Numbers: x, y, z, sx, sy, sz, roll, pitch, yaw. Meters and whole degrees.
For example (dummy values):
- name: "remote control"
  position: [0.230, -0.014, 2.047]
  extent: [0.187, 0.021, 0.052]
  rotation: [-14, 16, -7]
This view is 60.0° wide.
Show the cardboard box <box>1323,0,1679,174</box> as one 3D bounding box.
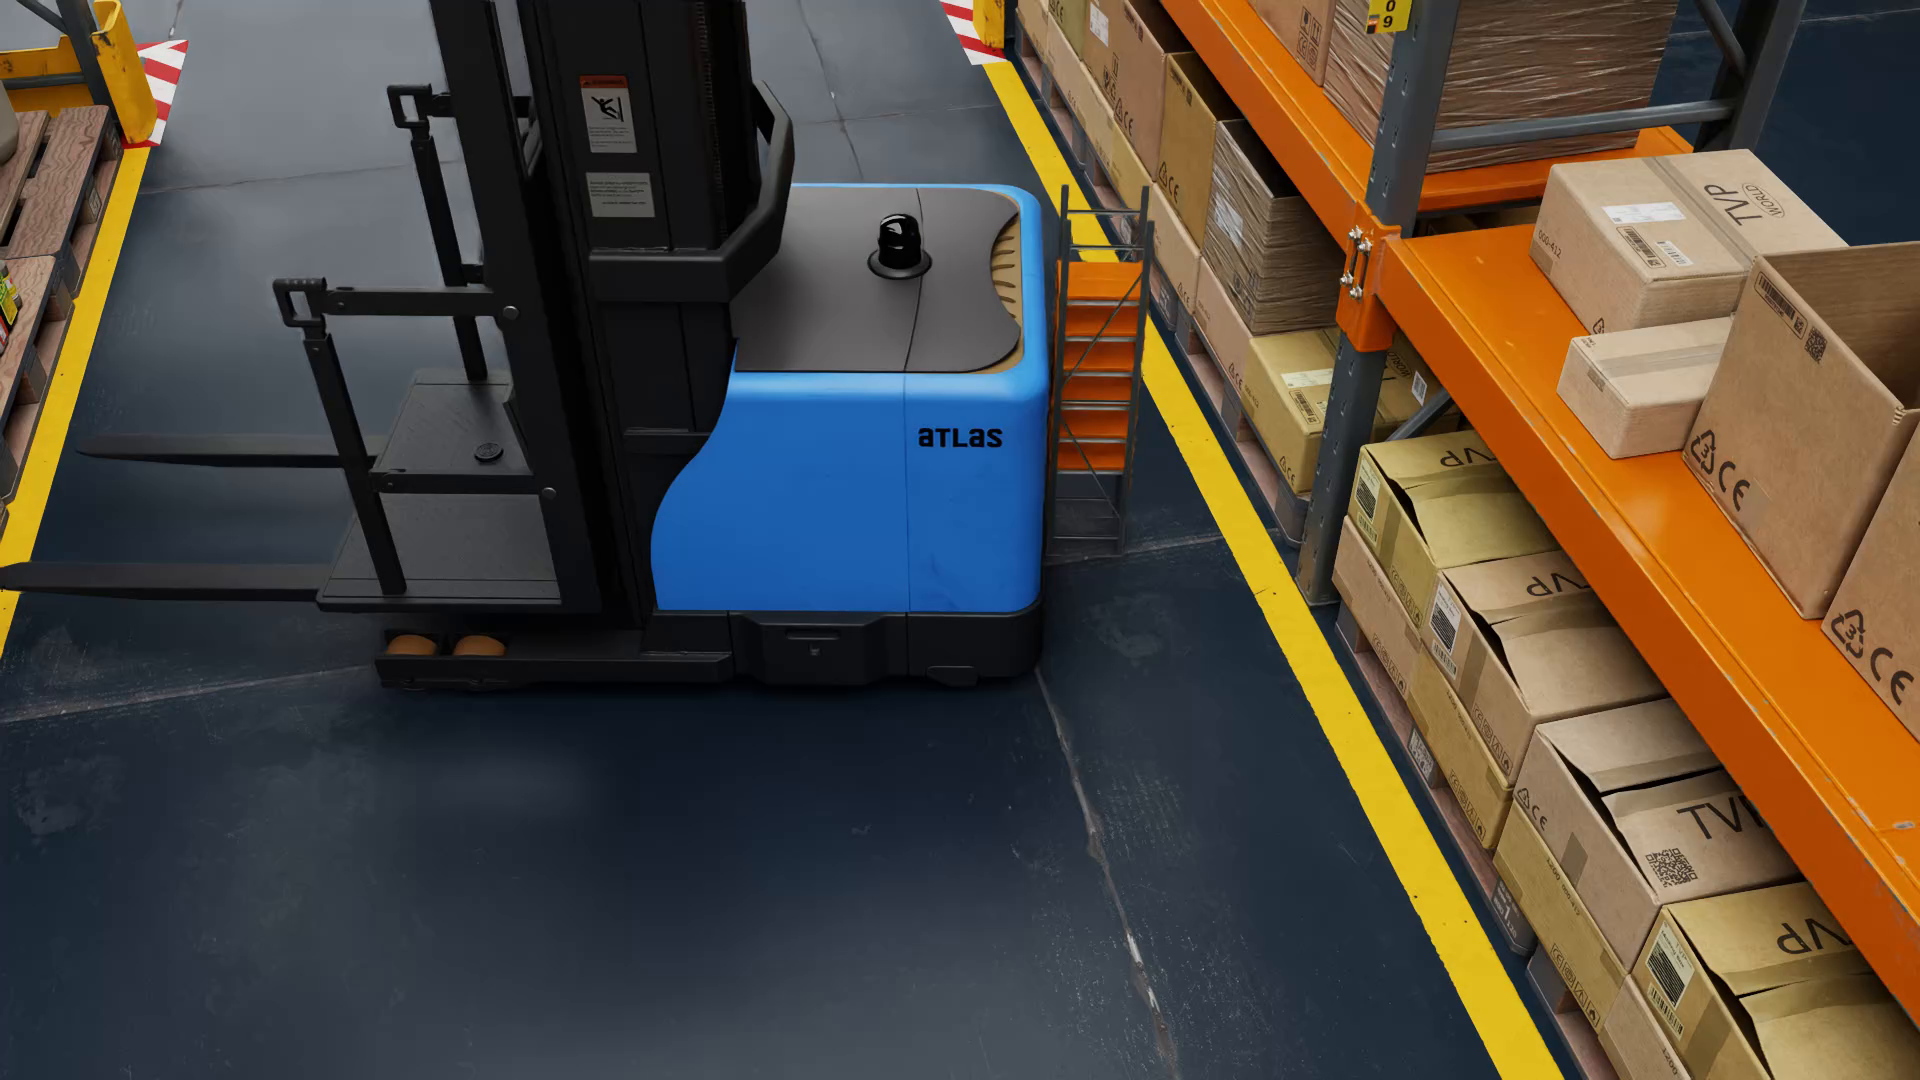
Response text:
- name: "cardboard box"
  position: [1.425, -1.349, 4.435]
  extent: [0.700, 0.500, 0.500]
  rotation: [-9, 42, -10]

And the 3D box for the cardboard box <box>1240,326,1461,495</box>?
- name: "cardboard box"
  position: [1.214, -0.423, 5.222]
  extent: [0.500, 0.250, 0.500]
  rotation: [-8, 42, -9]

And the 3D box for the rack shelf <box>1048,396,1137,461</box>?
- name: "rack shelf"
  position: [0.391, -0.334, 4.968]
  extent: [0.258, 0.103, 0.180]
  rotation: [1, 42, 0]

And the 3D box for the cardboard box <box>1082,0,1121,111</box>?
- name: "cardboard box"
  position: [0.792, -2.001, 6.435]
  extent: [0.500, 0.500, 0.500]
  rotation: [-8, 42, -9]

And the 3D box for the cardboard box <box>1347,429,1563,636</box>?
- name: "cardboard box"
  position: [1.373, -0.060, 4.390]
  extent: [0.500, 0.311, 0.500]
  rotation: [-8, 42, -9]

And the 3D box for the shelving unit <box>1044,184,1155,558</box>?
- name: "shelving unit"
  position: [0.392, -0.457, 4.859]
  extent: [0.258, 1.200, 0.189]
  rotation: [1, 42, 0]

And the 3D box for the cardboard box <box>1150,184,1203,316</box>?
- name: "cardboard box"
  position: [0.993, -1.070, 5.951]
  extent: [0.500, 0.250, 0.500]
  rotation: [-8, 42, -9]

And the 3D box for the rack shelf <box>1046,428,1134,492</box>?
- name: "rack shelf"
  position: [0.390, -0.244, 5.048]
  extent: [0.258, 0.103, 0.180]
  rotation: [1, 42, 0]

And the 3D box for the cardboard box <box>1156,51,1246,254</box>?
- name: "cardboard box"
  position: [1.005, -1.353, 5.704]
  extent: [0.500, 0.500, 0.500]
  rotation: [-8, 42, -9]

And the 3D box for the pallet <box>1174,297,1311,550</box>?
- name: "pallet"
  position: [1.396, -0.504, 5.658]
  extent: [1.003, 0.211, 1.213]
  rotation: [-8, 42, -9]

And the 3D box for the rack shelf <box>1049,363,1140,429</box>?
- name: "rack shelf"
  position: [0.391, -0.424, 4.889]
  extent: [0.258, 0.103, 0.180]
  rotation: [1, 42, 0]

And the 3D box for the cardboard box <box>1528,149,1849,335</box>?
- name: "cardboard box"
  position: [1.676, -0.656, 3.842]
  extent: [0.500, 0.250, 0.500]
  rotation: [-6, 42, -7]

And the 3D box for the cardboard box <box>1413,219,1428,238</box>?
- name: "cardboard box"
  position: [1.617, -1.103, 5.423]
  extent: [0.500, 0.500, 0.500]
  rotation: [-8, 42, -9]

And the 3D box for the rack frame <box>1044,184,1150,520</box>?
- name: "rack frame"
  position: [0.393, -0.518, 4.928]
  extent: [0.240, 1.200, 0.006]
  rotation: [1, 42, 0]

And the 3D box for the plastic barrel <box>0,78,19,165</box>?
- name: "plastic barrel"
  position: [-3.957, -1.721, 6.487]
  extent: [0.421, 0.512, 0.421]
  rotation: [0, 42, 0]

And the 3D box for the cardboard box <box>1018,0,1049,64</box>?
- name: "cardboard box"
  position: [0.562, -2.367, 7.412]
  extent: [0.500, 0.250, 0.500]
  rotation: [-8, 42, -9]

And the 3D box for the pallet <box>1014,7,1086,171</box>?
- name: "pallet"
  position: [0.870, -2.085, 7.440]
  extent: [1.003, 0.211, 1.213]
  rotation: [-8, 42, -9]

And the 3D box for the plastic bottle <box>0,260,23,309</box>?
- name: "plastic bottle"
  position: [-3.349, -0.901, 5.782]
  extent: [0.097, 0.201, 0.097]
  rotation: [0, 42, 0]

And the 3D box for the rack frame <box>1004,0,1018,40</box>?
- name: "rack frame"
  position: [0.664, -3.618, 7.066]
  extent: [1.000, 3.000, 0.127]
  rotation: [-8, 42, -9]

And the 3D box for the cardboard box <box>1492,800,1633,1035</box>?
- name: "cardboard box"
  position: [1.596, 0.810, 3.833]
  extent: [0.500, 0.250, 0.500]
  rotation: [-10, 42, -11]

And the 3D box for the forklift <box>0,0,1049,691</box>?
- name: "forklift"
  position: [-1.275, -1.014, 4.185]
  extent: [3.031, 2.935, 1.130]
  rotation: [0, 42, 1]

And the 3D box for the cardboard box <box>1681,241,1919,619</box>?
- name: "cardboard box"
  position: [1.791, -0.221, 3.164]
  extent: [0.500, 0.500, 0.500]
  rotation: [-6, 42, -6]

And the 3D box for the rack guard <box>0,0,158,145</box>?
- name: "rack guard"
  position: [-4.111, -1.933, 7.051]
  extent: [1.175, 0.500, 0.348]
  rotation: [-8, 42, -9]

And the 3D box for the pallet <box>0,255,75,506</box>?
- name: "pallet"
  position: [-3.681, -0.508, 5.664]
  extent: [1.003, 0.211, 1.213]
  rotation: [-8, 42, -9]

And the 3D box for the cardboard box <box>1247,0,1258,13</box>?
- name: "cardboard box"
  position: [1.200, -2.016, 5.186]
  extent: [0.700, 0.500, 0.500]
  rotation: [-8, 42, -9]

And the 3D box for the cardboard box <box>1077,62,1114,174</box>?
- name: "cardboard box"
  position: [0.781, -1.719, 6.682]
  extent: [0.500, 0.250, 0.500]
  rotation: [-8, 42, -9]

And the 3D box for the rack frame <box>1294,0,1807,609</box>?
- name: "rack frame"
  position: [1.527, -1.025, 4.145]
  extent: [1.000, 3.000, 0.127]
  rotation: [-8, 42, -9]

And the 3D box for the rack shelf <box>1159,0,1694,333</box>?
- name: "rack shelf"
  position: [1.095, -2.052, 5.844]
  extent: [1.077, 0.370, 4.000]
  rotation: [-8, 42, -9]

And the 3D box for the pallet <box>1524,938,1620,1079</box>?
- name: "pallet"
  position: [1.991, 1.282, 3.646]
  extent: [1.003, 0.211, 1.213]
  rotation: [-8, 42, -9]

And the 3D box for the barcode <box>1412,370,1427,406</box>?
- name: "barcode"
  position: [1.176, -0.389, 4.257]
  extent: [0.001, 0.075, 0.075]
  rotation: [-8, 42, -9]

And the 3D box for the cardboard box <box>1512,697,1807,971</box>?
- name: "cardboard box"
  position: [1.589, 0.601, 3.646]
  extent: [0.500, 0.311, 0.500]
  rotation: [-10, 43, -11]

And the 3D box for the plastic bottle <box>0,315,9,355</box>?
- name: "plastic bottle"
  position: [-3.322, -0.761, 5.569]
  extent: [0.152, 0.276, 0.135]
  rotation: [-8, 42, -9]

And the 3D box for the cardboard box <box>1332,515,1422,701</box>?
- name: "cardboard box"
  position: [1.372, 0.143, 4.584]
  extent: [0.500, 0.250, 0.500]
  rotation: [-9, 42, -10]
